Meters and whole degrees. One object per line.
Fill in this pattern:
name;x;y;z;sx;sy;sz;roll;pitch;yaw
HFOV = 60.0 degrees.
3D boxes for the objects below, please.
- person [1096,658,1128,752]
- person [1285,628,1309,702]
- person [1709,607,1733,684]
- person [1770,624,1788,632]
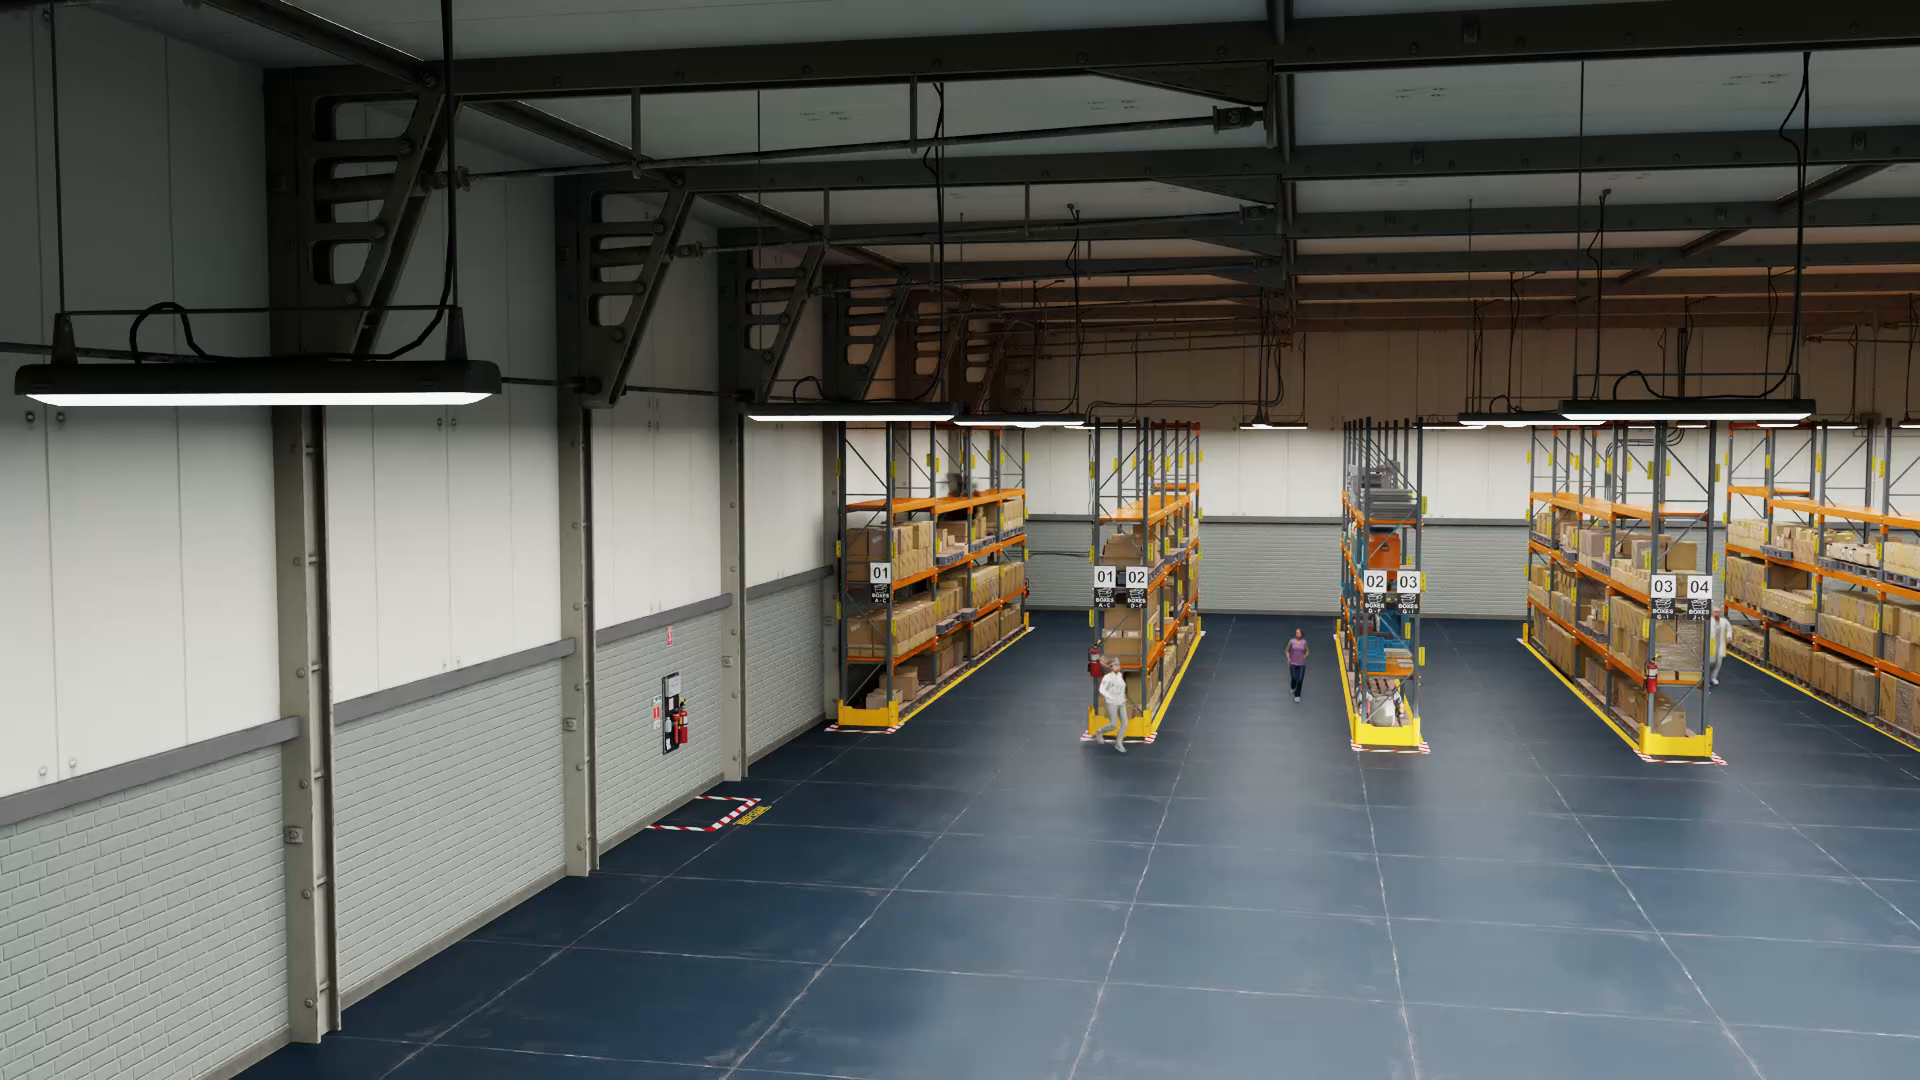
person;2.758;2.955;29.976;0.633;1.692;0.676;-3;5;-40
person;7.155;2.655;35.289;0.503;1.559;0.493;1;4;9
person;17.180;2.445;37.770;0.722;1.659;0.628;0;4;6
person;21.965;1.945;44.836;0.632;1.730;0.689;1;4;12
